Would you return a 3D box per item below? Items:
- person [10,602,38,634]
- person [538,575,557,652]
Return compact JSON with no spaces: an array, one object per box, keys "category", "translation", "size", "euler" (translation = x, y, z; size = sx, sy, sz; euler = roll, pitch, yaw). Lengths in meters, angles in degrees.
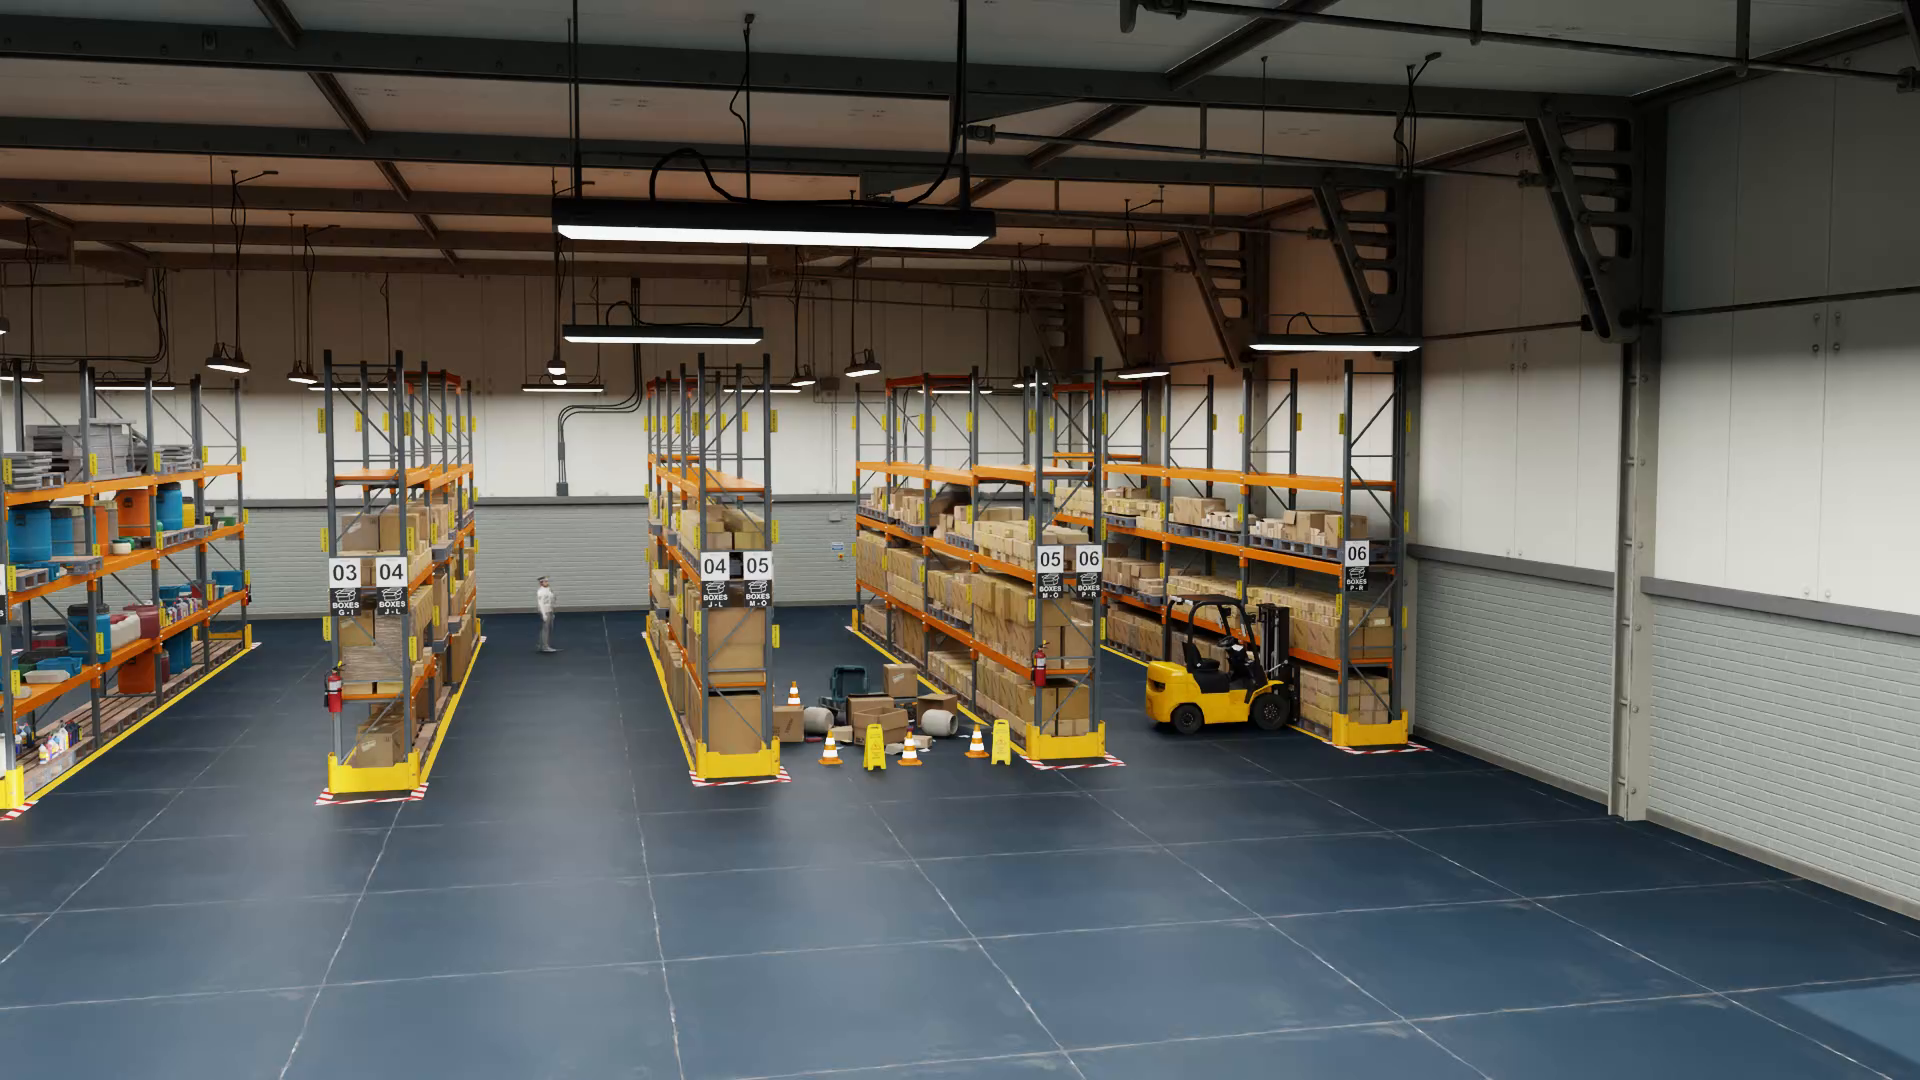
[{"category":"person","translation":[-22.248,1.442,39.323],"size":[0.906,1.627,0.537],"euler":[1,4,13]},{"category":"person","translation":[-9.086,1.627,36.582],"size":[0.374,1.725,0.509],"euler":[0,4,3]}]
